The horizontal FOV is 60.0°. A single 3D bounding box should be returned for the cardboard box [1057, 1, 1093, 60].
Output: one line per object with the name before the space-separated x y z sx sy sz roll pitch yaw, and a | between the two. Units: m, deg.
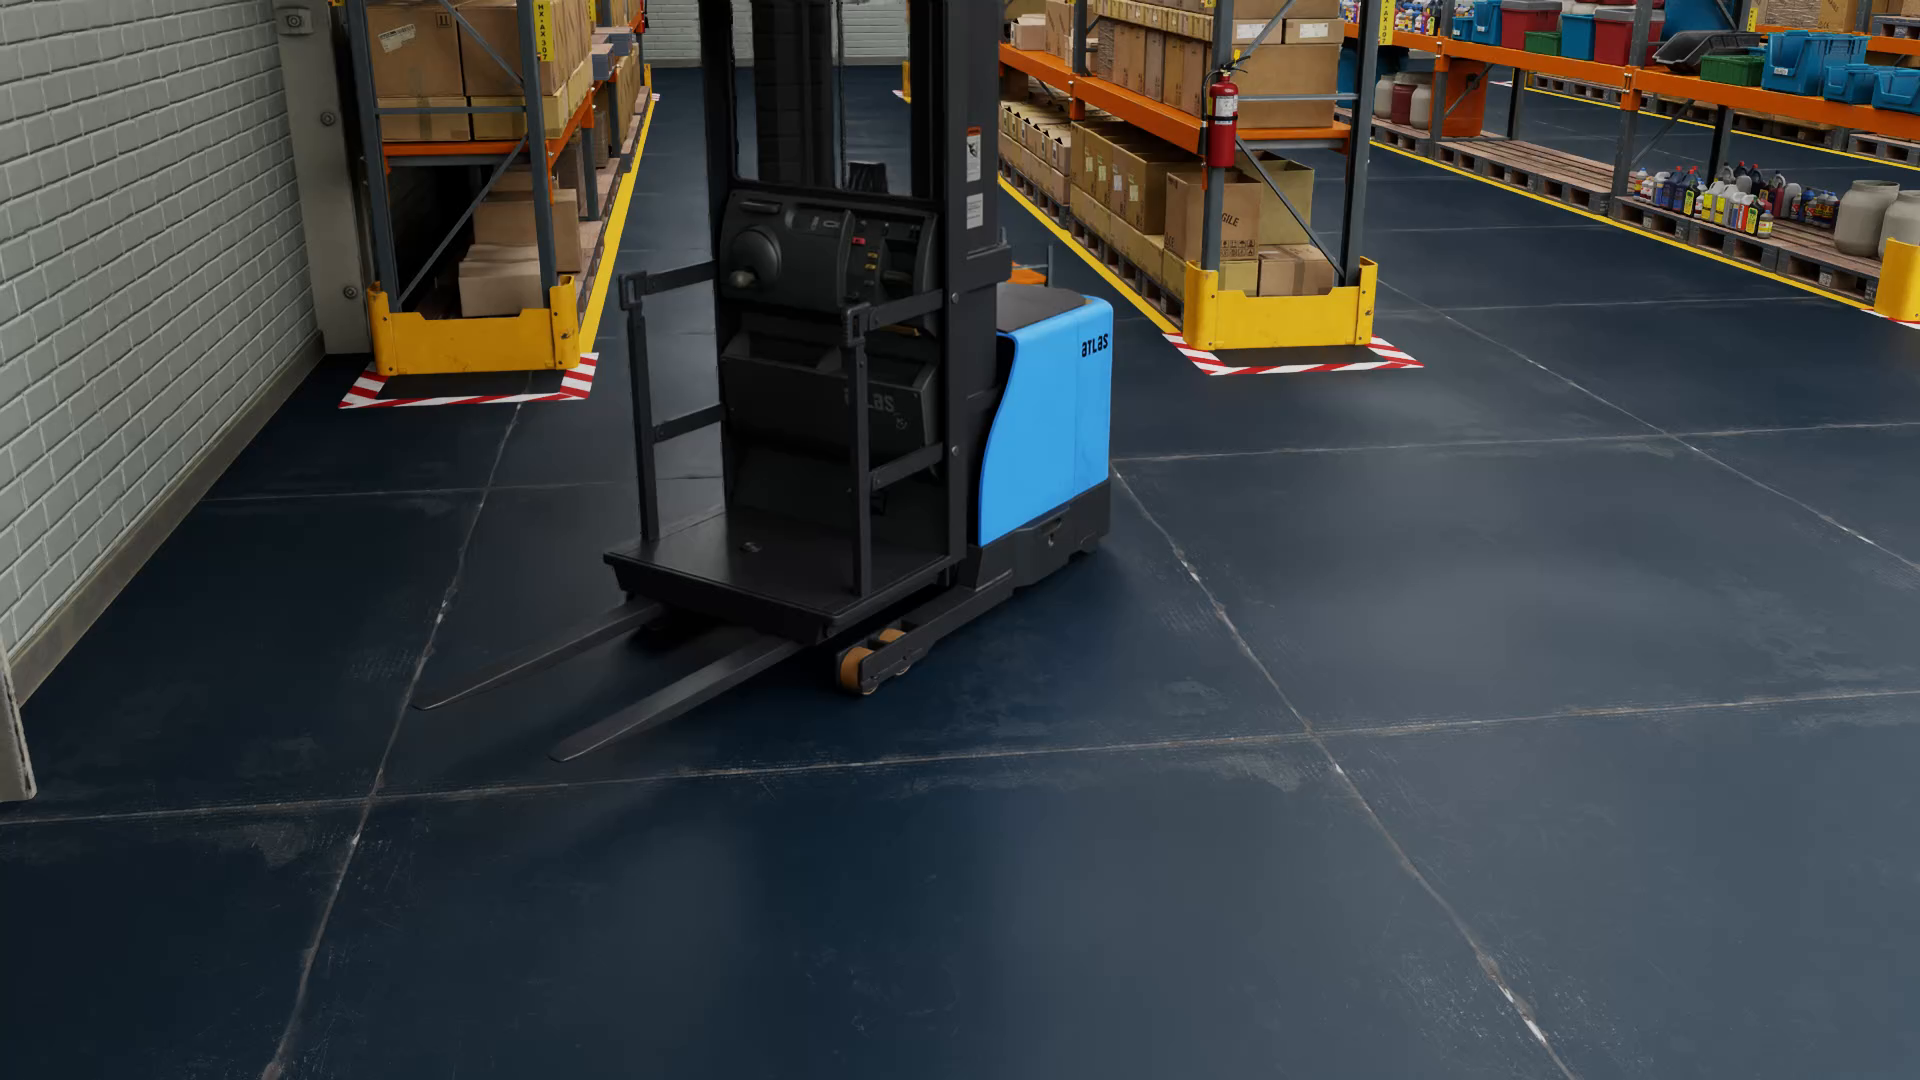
cardboard box | 1.198 -4.739 15.474 0.500 0.500 0.500 -3 21 -8

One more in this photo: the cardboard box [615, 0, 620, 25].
cardboard box | -3.921 -5.762 17.759 0.500 0.500 0.500 -2 21 -6

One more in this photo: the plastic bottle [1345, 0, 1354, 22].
plastic bottle | 4.922 -6.680 20.998 0.097 0.271 0.097 0 20 0

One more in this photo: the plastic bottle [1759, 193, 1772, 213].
plastic bottle | 6.317 -2.575 13.076 0.061 0.283 0.133 -3 21 -8

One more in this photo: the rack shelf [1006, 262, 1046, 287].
rack shelf | 0.192 -1.143 7.438 0.258 0.148 0.480 -8 22 -21

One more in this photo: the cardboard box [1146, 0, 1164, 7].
cardboard box | 1.728 -4.049 11.774 0.700 0.500 0.500 -3 21 -8

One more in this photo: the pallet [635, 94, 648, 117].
pallet | -4.825 -5.972 22.905 1.003 0.211 1.213 -3 21 -8

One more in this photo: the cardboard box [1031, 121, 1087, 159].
cardboard box | 0.948 -3.719 15.415 0.500 0.311 0.500 -3 21 -8

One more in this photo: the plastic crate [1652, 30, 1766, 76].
plastic crate | 6.292 -4.101 13.999 0.767 0.338 0.504 -3 21 -8

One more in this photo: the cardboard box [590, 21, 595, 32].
cardboard box | -3.853 -5.102 15.817 0.700 0.500 0.500 -5 21 -13

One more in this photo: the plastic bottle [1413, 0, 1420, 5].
plastic bottle | 5.691 -6.609 20.800 0.152 0.276 0.135 -3 21 -8

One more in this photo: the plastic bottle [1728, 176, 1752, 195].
plastic bottle | 6.605 -2.957 14.111 0.152 0.276 0.135 -3 21 -8

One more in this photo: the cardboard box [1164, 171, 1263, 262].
cardboard box | 1.645 -2.115 10.850 0.500 0.500 0.500 -3 21 -8

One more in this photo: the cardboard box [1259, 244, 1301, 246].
cardboard box | 2.084 -1.963 11.515 0.500 0.250 0.500 -3 21 -8

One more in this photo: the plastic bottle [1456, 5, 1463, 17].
plastic bottle | 5.901 -6.170 19.634 0.097 0.271 0.097 0 20 0

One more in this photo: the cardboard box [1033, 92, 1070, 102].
cardboard box | 1.081 -4.662 18.354 0.500 0.500 0.500 -2 21 -5

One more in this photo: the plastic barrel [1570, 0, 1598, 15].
plastic barrel | 6.254 -5.128 16.464 0.433 0.535 0.433 0 20 0

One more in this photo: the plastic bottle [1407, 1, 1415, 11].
plastic bottle | 5.590 -6.547 20.642 0.097 0.271 0.097 0 20 0

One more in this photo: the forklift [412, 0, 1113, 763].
forklift | -0.597 -1.023 5.766 1.130 2.935 3.031 13 24 31

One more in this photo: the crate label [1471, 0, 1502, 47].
crate label | 5.642 -5.362 17.235 0.502 0.435 0.616 -3 21 -8

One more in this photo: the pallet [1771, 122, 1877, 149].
pallet | 10.628 -4.923 20.096 1.003 0.211 1.213 -3 21 -8

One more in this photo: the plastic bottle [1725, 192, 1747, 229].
plastic bottle | 6.191 -2.614 13.191 0.152 0.276 0.135 -3 21 -9

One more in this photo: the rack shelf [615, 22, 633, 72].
rack shelf | -4.326 -5.559 18.840 1.077 0.370 4.000 -3 21 -8

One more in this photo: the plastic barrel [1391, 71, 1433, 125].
plastic barrel | 5.516 -5.330 20.045 0.600 0.588 0.708 -3 21 -8

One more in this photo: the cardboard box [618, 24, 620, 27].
cardboard box | -4.167 -6.023 19.384 0.380 0.149 0.250 -3 21 -8

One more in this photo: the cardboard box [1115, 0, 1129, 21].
cardboard box | 1.402 -4.051 12.704 0.380 0.149 0.250 -3 21 -8

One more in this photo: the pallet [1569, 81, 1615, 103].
pallet | 9.879 -6.722 24.912 1.003 0.211 1.213 -3 21 -8

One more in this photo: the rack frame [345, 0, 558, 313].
rack frame | -2.884 -2.433 9.444 1.000 3.000 0.127 -3 21 -8

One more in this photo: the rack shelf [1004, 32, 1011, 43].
rack shelf | 0.576 -5.810 19.513 1.077 0.370 4.000 -3 21 -8

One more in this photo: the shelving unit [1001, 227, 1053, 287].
shelving unit | 0.192 -0.775 7.575 0.258 1.200 0.503 -8 22 -21

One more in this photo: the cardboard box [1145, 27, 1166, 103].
cardboard box | 1.737 -3.430 11.969 0.700 0.500 0.500 -2 21 -6

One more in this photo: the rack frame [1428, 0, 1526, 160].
rack frame | 5.766 -5.703 18.198 1.000 3.000 0.127 -3 21 -8

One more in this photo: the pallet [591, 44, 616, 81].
pallet | -3.427 -4.000 13.914 1.003 0.211 1.213 -3 21 -8

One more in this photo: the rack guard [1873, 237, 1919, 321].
rack guard | 6.862 -1.786 11.284 1.175 0.500 0.348 -3 21 -8

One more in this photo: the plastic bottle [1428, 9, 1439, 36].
plastic bottle | 5.286 -5.767 18.536 0.061 0.283 0.133 -3 21 -8

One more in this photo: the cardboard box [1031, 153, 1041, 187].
cardboard box | 0.948 -3.459 15.521 0.500 0.250 0.500 -2 21 -7

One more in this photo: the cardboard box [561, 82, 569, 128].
cardboard box | -2.729 -2.737 10.442 0.500 0.250 0.500 -4 21 -9

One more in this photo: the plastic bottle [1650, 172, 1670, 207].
plastic bottle | 6.028 -3.005 14.239 0.152 0.276 0.135 -2 21 -6

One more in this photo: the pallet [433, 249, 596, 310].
pallet | -3.150 -1.858 11.889 1.003 0.211 1.213 -3 21 -8

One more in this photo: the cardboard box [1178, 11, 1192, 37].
cardboard box | 1.663 -3.424 11.027 0.380 0.149 0.250 -3 21 -7

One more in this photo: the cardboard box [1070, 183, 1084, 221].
cardboard box | 1.207 -2.802 13.762 0.500 0.250 0.500 -3 21 -8

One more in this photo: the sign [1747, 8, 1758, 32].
sign | 6.889 -4.472 14.506 0.100 0.325 0.005 -3 21 -8

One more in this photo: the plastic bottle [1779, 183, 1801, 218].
plastic bottle | 6.814 -2.805 13.703 0.152 0.276 0.135 -3 21 -7

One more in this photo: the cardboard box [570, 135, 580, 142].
cardboard box | -3.708 -3.284 14.665 0.700 0.500 0.500 -3 21 -9

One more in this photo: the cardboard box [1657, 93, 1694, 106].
cardboard box | 10.203 -6.319 22.283 1.225 0.875 0.875 -3 21 -8

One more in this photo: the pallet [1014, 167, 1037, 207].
pallet | 1.116 -3.440 16.124 1.003 0.211 1.213 -3 21 -8

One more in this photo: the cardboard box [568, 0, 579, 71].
cardboard box | -2.872 -3.433 11.235 0.500 0.500 0.500 -2 21 -6

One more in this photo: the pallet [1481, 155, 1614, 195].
pallet | 6.012 -3.705 16.834 1.003 0.211 1.213 -3 21 -8

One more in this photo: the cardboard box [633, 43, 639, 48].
cardboard box | -4.792 -7.030 23.797 0.380 0.149 0.250 -3 21 -8

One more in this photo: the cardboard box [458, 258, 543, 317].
cardboard box | -2.895 -1.624 10.491 0.500 0.311 0.500 -5 21 -14

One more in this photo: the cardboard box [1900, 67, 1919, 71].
cardboard box | 10.794 -5.109 18.479 0.500 0.250 0.500 -2 21 -6

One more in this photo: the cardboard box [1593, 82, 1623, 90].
cardboard box | 9.945 -7.083 24.330 0.875 0.875 0.875 -3 21 -8
